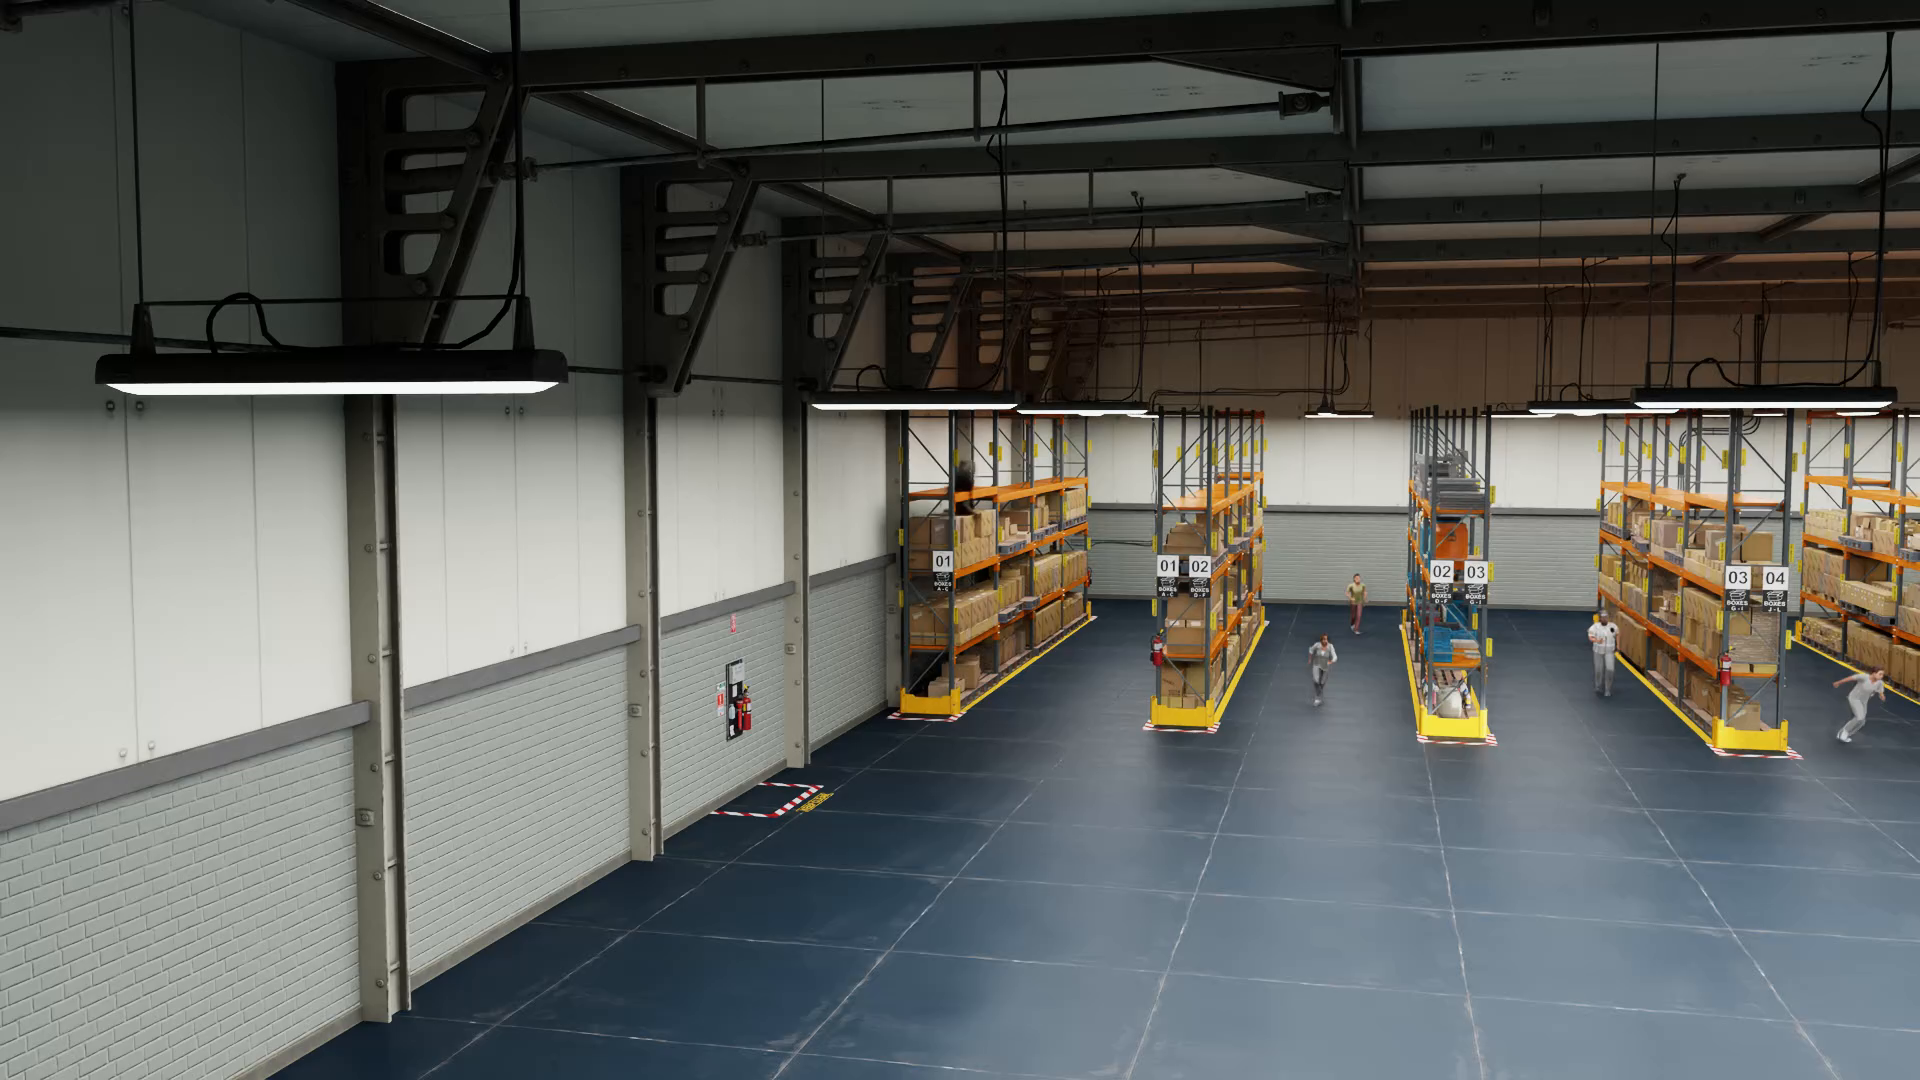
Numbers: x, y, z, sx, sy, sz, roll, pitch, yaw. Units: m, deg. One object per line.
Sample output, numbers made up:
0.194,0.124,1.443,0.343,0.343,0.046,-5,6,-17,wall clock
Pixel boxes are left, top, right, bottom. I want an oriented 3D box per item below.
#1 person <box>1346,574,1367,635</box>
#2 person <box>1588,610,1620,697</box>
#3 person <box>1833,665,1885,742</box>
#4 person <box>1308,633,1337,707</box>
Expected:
10.660,1.708,44.790,0.582,1.622,0.780,0,4,4,person
13.424,2.368,34.649,0.648,1.833,0.852,1,4,16,person
15.943,2.887,29.345,0.541,1.440,0.937,-1,4,-12,person
7.259,2.585,33.344,0.540,1.502,0.931,0,4,3,person
